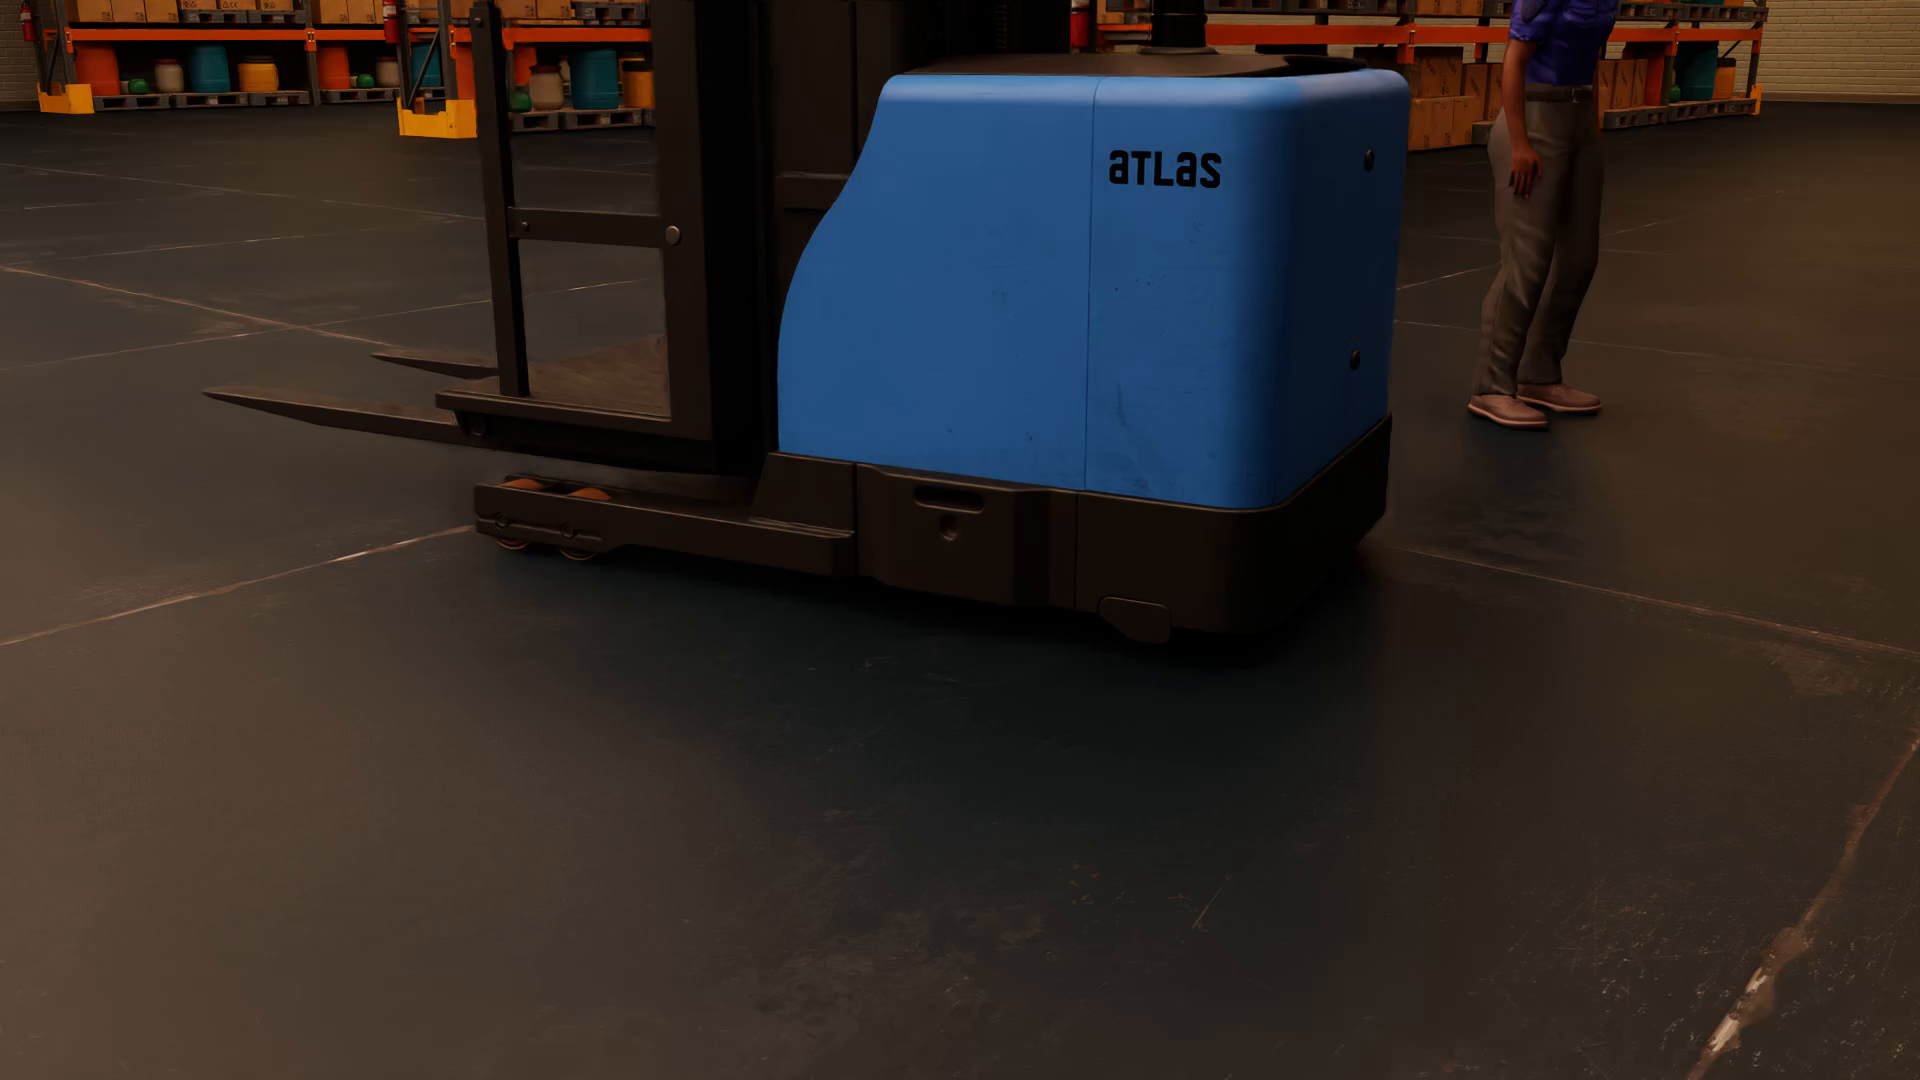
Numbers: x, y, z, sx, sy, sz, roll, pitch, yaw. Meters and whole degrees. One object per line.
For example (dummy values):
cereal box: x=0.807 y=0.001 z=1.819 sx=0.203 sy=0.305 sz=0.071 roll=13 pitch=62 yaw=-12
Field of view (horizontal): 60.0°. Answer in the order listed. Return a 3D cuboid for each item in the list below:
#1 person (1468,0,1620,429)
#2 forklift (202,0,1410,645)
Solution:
person: x=1.805 y=-1.196 z=5.038 sx=0.512 sy=1.653 sz=0.350 roll=-14 pitch=22 yaw=-39
forklift: x=-0.553 y=-1.480 z=3.771 sx=3.031 sy=2.935 sz=1.130 roll=8 pitch=19 yaw=26
